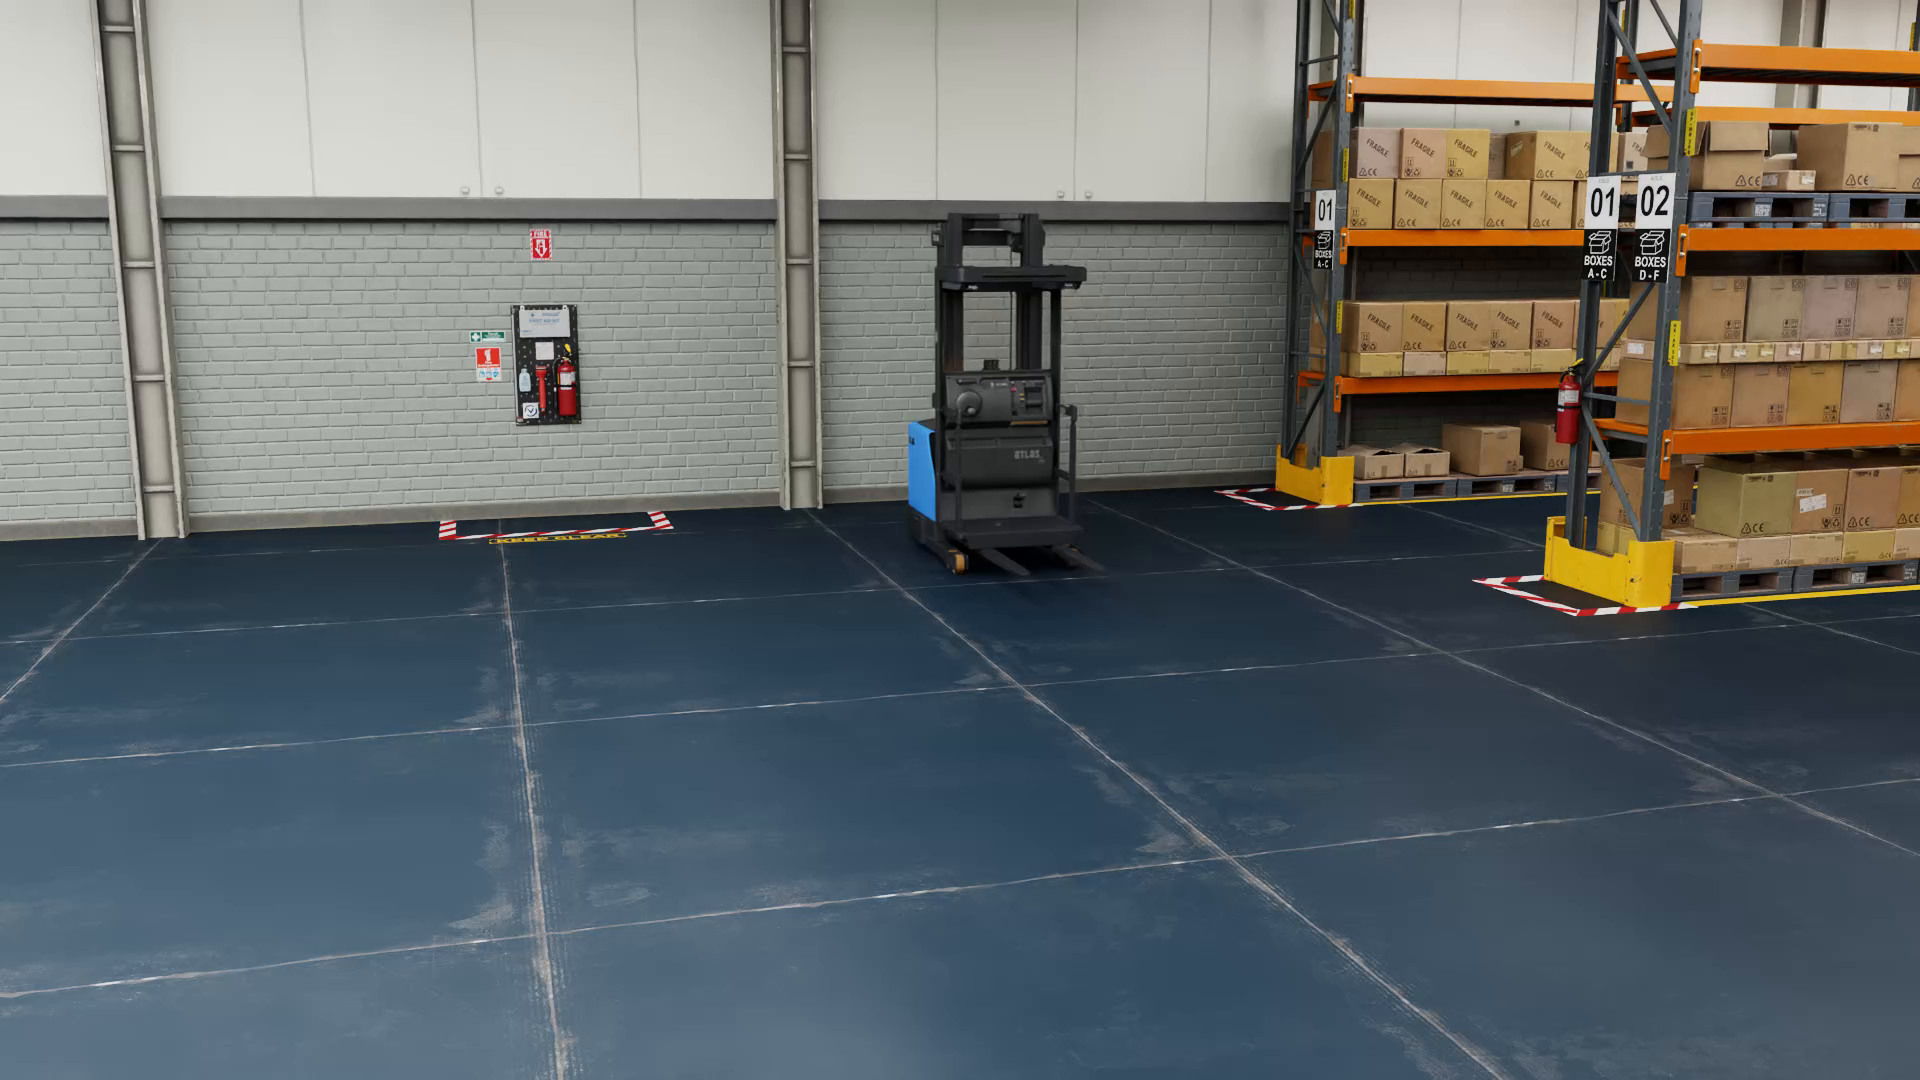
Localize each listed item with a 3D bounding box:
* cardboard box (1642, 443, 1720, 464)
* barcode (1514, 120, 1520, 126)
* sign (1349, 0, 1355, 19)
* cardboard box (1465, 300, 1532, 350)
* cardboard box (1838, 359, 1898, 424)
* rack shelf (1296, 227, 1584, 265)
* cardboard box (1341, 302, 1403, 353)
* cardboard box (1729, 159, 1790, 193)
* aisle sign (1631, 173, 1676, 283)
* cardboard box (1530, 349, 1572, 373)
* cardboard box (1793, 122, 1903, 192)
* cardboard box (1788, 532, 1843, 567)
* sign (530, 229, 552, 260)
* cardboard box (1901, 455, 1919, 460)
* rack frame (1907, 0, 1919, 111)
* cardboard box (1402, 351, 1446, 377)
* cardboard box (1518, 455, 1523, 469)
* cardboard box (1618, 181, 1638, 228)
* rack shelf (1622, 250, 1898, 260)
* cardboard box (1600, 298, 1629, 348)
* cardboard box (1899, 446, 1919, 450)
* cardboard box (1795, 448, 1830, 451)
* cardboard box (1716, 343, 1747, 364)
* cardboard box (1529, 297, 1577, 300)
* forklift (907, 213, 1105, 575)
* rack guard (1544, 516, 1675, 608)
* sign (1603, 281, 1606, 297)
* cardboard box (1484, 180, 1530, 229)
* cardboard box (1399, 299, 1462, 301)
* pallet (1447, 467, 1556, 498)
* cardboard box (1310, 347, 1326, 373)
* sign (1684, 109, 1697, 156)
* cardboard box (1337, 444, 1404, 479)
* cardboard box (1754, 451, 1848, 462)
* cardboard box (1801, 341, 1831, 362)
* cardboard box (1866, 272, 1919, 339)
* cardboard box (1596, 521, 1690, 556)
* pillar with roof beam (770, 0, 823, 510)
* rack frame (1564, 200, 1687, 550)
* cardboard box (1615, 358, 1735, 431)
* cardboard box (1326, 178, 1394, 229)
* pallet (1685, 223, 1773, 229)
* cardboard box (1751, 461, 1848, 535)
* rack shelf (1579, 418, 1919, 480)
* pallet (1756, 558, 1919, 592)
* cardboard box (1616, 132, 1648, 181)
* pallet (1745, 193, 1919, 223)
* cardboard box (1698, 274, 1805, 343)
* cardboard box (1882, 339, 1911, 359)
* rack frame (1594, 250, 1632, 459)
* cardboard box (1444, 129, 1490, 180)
[{"bbox_3d":[8.241,-1.165,18.981,0.500,0.500,0.700,-3,11,-14],"label":"cardboard box"},{"bbox_3d":[6.084,-4.552,18.157,0.075,0.075,0.001,-3,11,-16],"label":"barcode"},{"bbox_3d":[3.850,-5.290,16.330,0.005,0.325,0.100,-3,11,-16],"label":"sign"},{"bbox_3d":[5.708,-2.288,17.684,0.500,0.500,0.500,-3,11,-14],"label":"cardboard box"},{"bbox_3d":[7.024,-1.224,13.336,0.500,0.500,0.700,-3,11,-14],"label":"cardboard box"},{"bbox_3d":[5.618,-3.158,17.820,4.000,0.370,1.077,-3,11,-16],"label":"rack shelf"},{"bbox_3d":[4.240,-2.212,17.268,0.500,0.500,0.500,-3,11,-16],"label":"cardboard box"},{"bbox_3d":[6.118,-2.855,13.057,0.500,0.250,0.500,-3,11,-16],"label":"cardboard box"},{"bbox_3d":[5.109,-2.296,12.258,0.004,0.787,0.394,-3,11,-16],"label":"aisle sign"},{"bbox_3d":[6.209,-1.945,17.890,0.500,0.250,0.500,-3,11,-16],"label":"cardboard box"},{"bbox_3d":[6.757,-2.910,12.667,0.500,0.500,0.500,-3,11,-16],"label":"cardboard box"},{"bbox_3d":[6.622,0.032,13.226,0.500,0.250,0.500,-3,11,-16],"label":"cardboard box"},{"bbox_3d":[-4.052,-2.856,16.076,0.199,0.298,0.001,-3,11,-16],"label":"sign"},{"bbox_3d":[8.059,-0.415,13.583,0.500,0.500,0.500,-3,11,-16],"label":"cardboard box"},{"bbox_3d":[11.379,-5.290,19.133,0.127,3.000,1.000,-3,11,-16],"label":"rack frame"},{"bbox_3d":[4.750,-1.869,17.479,0.500,0.250,0.500,-3,11,-18],"label":"cardboard box"},{"bbox_3d":[5.997,-0.874,18.374,0.250,0.149,0.380,-4,11,-21],"label":"cardboard box"},{"bbox_3d":[7.120,-3.603,17.921,0.500,0.500,0.500,-3,11,-14],"label":"cardboard box"},{"bbox_3d":[9.459,-3.360,18.920,4.000,0.370,1.077,-3,11,-16],"label":"rack shelf"},{"bbox_3d":[7.171,-2.365,18.098,0.500,0.500,0.500,-3,11,-16],"label":"cardboard box"},{"bbox_3d":[8.394,-0.531,14.211,0.500,0.500,0.500,-3,11,-16],"label":"cardboard box"},{"bbox_3d":[9.706,-1.246,19.420,0.500,0.500,0.700,-3,11,-16],"label":"cardboard box"},{"bbox_3d":[5.776,-1.439,12.712,0.250,0.149,0.380,-3,11,-17],"label":"cardboard box"},{"bbox_3d":[6.531,-2.429,18.450,0.500,0.500,0.500,-3,11,-16],"label":"cardboard box"},{"bbox_3d":[0.392,-1.241,13.896,1.130,2.935,3.031,-3,11,-15],"label":"forklift"},{"bbox_3d":[5.063,0.156,13.020,0.348,0.500,1.175,-3,11,-16],"label":"rack guard"},{"bbox_3d":[7.380,-2.803,18.995,0.005,0.325,0.100,-3,11,-16],"label":"sign"},{"bbox_3d":[5.620,-3.522,17.478,0.500,0.500,0.500,-2,11,-12],"label":"cardboard box"},{"bbox_3d":[5.072,-2.352,18.026,0.500,0.500,0.500,-3,11,-18],"label":"cardboard box"},{"bbox_3d":[5.730,-0.664,18.272,1.213,0.211,1.003,-3,11,-16],"label":"pallet"},{"bbox_3d":[4.093,-1.929,17.800,0.500,0.250,0.500,-3,11,-15],"label":"cardboard box"},{"bbox_3d":[5.236,-2.921,11.917,0.005,0.325,0.100,-3,11,-16],"label":"sign"},{"bbox_3d":[4.387,-0.849,17.786,0.500,0.311,0.500,-4,11,-22],"label":"cardboard box"},{"bbox_3d":[6.954,-0.454,13.797,0.500,0.500,0.500,-3,11,-16],"label":"cardboard box"},{"bbox_3d":[6.514,-1.477,12.922,0.250,0.149,0.380,-3,11,-18],"label":"cardboard box"},{"bbox_3d":[7.537,-1.889,13.368,0.500,0.500,0.700,-3,11,-16],"label":"cardboard box"},{"bbox_3d":[5.518,-0.007,13.438,0.500,0.250,0.500,-3,11,-16],"label":"cardboard box"},{"bbox_3d":[-0.429,-4.019,12.229,0.400,9.000,9.100,-3,11,-16],"label":"pillar with roof beam"},{"bbox_3d":[5.086,-1.074,12.800,0.127,3.000,1.000,-3,11,-16],"label":"rack frame"},{"bbox_3d":[5.538,-1.145,12.907,0.500,0.500,0.700,-3,11,-16],"label":"cardboard box"},{"bbox_3d":[4.089,-3.443,17.050,0.500,0.500,0.500,-3,11,-14],"label":"cardboard box"},{"bbox_3d":[8.161,-3.533,18.391,1.003,0.211,1.213,-3,11,-16],"label":"pallet"},{"bbox_3d":[6.619,-0.339,13.169,0.500,0.500,0.500,-3,11,-16],"label":"cardboard box"},{"bbox_3d":[7.006,-0.822,13.415,4.000,0.370,1.077,-3,11,-16],"label":"rack shelf"},{"bbox_3d":[6.978,0.190,13.634,1.213,0.211,1.003,-3,11,-16],"label":"pallet"},{"bbox_3d":[7.133,-4.091,17.810,0.500,0.500,0.500,-4,11,-21],"label":"cardboard box"},{"bbox_3d":[6.946,-2.600,13.046,1.213,0.211,1.003,-3,11,-16],"label":"pallet"},{"bbox_3d":[6.092,-1.813,12.954,0.500,0.500,0.700,-3,11,-17],"label":"cardboard box"},{"bbox_3d":[7.252,-1.516,13.132,0.250,0.149,0.380,-3,11,-14],"label":"cardboard box"},{"bbox_3d":[7.539,-2.138,18.576,0.127,3.000,1.000,-3,11,-16],"label":"rack frame"},{"bbox_3d":[5.120,-3.983,17.222,0.500,0.500,0.500,-3,11,-14],"label":"cardboard box"}]
